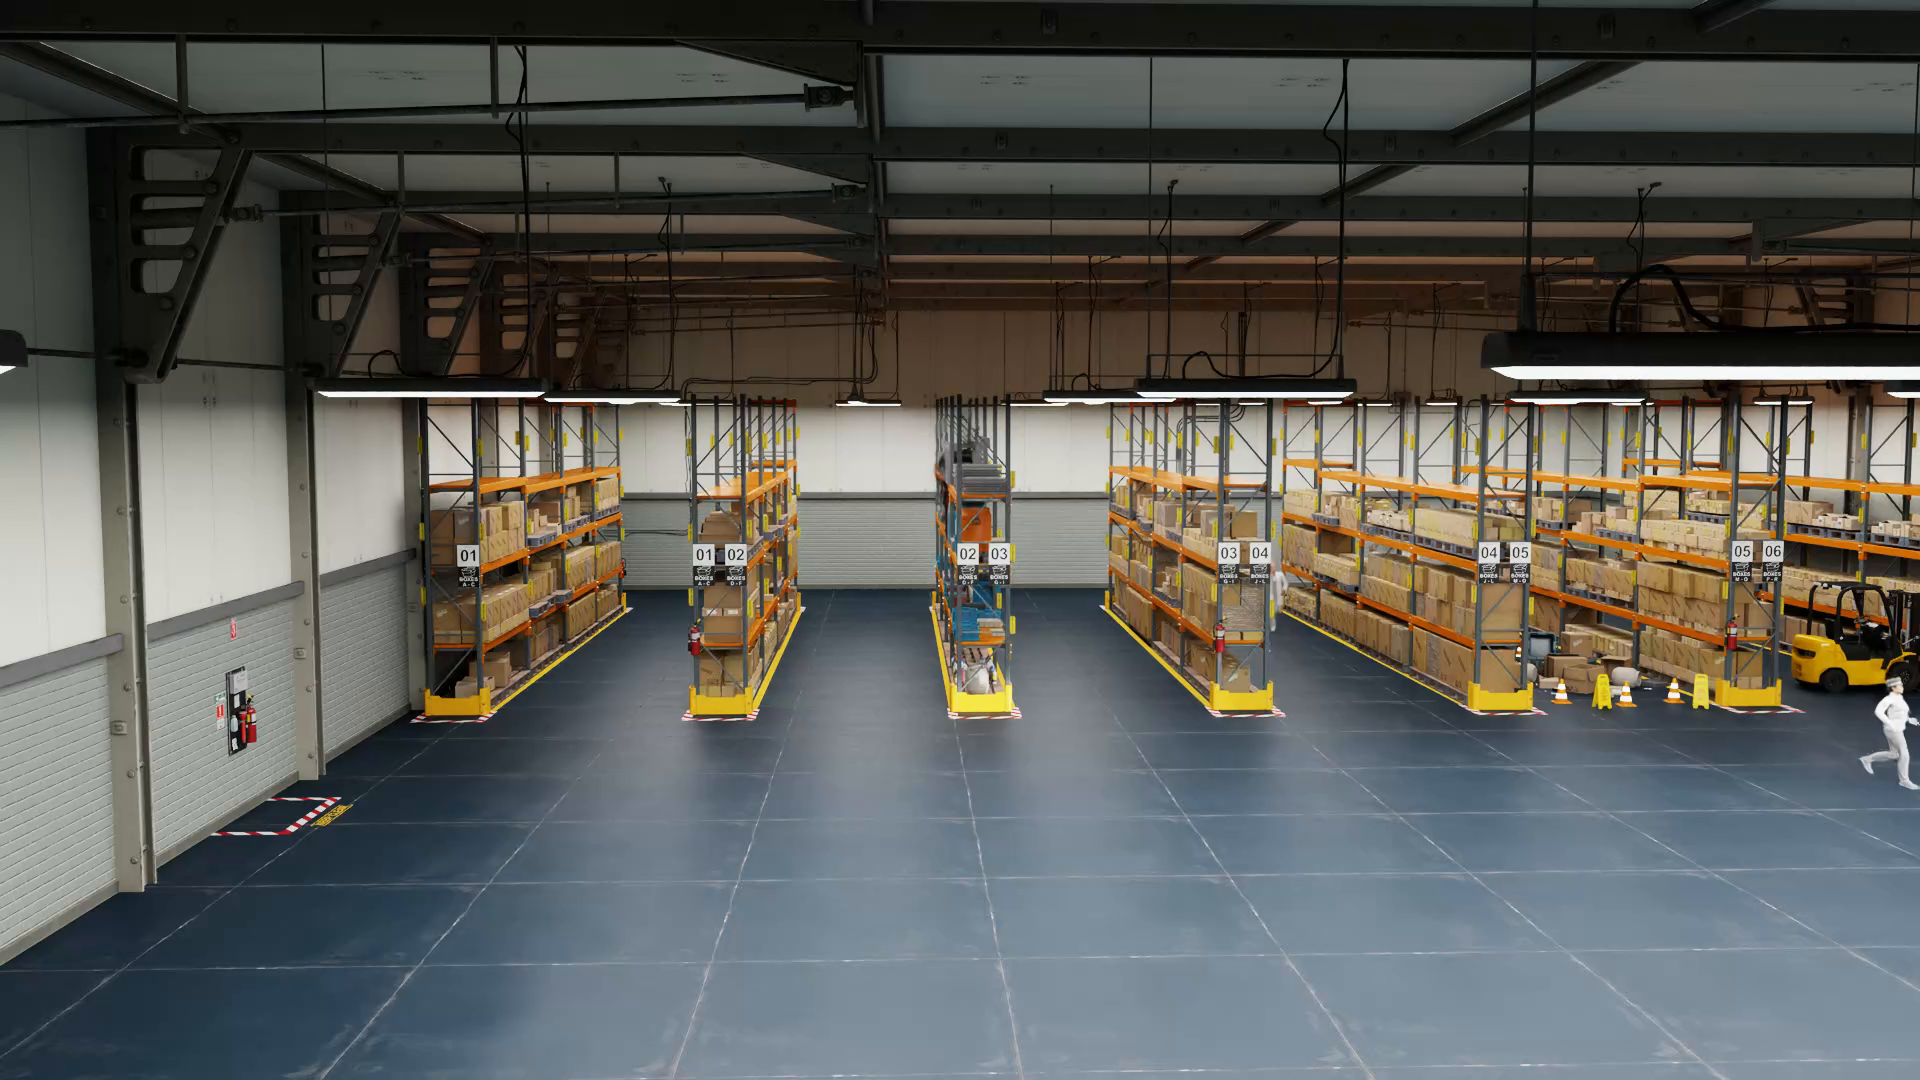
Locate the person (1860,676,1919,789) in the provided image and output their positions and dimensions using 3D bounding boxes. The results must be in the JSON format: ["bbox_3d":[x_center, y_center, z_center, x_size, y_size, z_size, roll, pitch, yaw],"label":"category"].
[{"bbox_3d":[14.161,2.907,25.278,0.821,1.696,0.449,4,6,41],"label":"person"}]

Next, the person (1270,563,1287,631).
[{"bbox_3d":[8.146,1.464,43.191,0.707,1.754,0.672,0,5,5],"label":"person"}]

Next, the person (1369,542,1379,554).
[{"bbox_3d":[12.307,0.970,49.190,0.962,1.826,0.670,0,4,2],"label":"person"}]
